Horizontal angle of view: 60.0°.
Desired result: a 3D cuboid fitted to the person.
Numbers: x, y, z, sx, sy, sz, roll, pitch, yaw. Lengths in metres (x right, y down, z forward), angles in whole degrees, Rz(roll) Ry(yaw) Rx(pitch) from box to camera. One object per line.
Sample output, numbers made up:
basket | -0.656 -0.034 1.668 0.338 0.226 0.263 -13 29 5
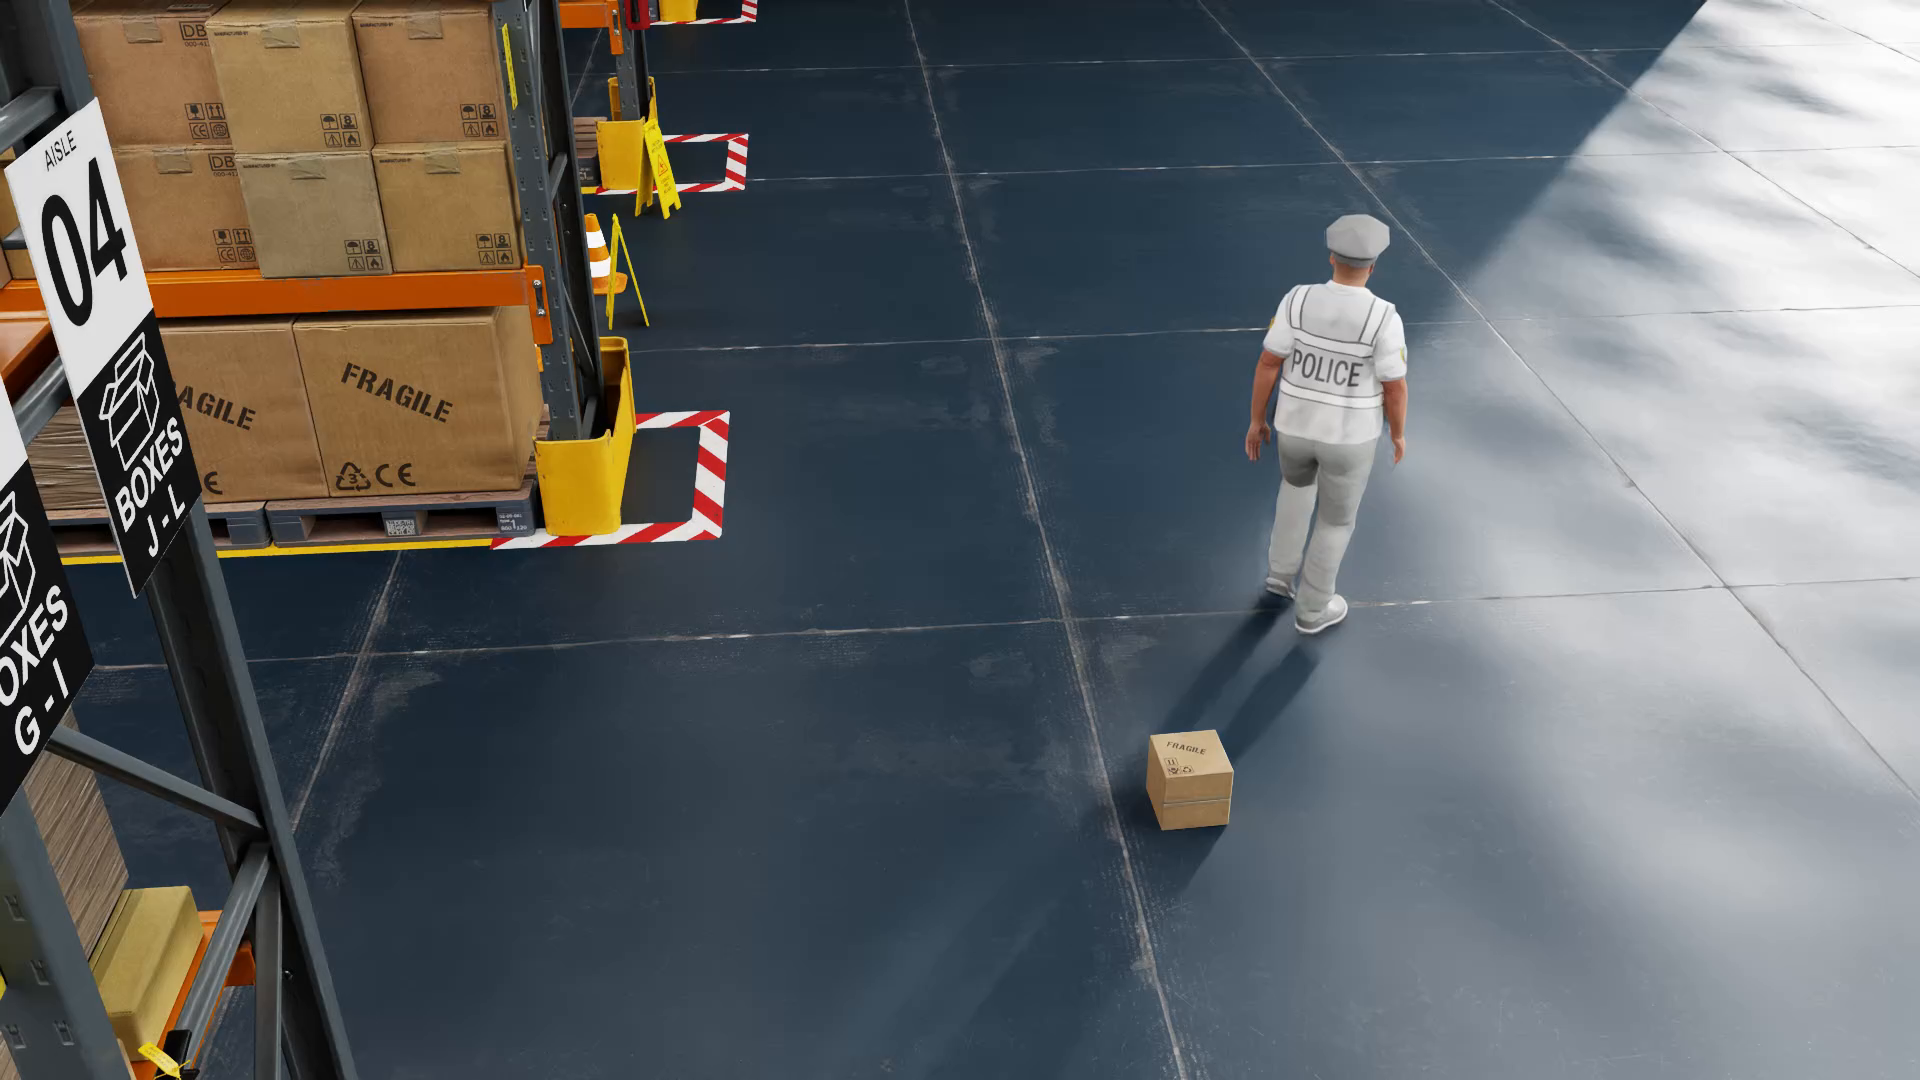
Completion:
person | 1.513 -0.435 6.868 0.593 1.831 0.498 18 35 28
